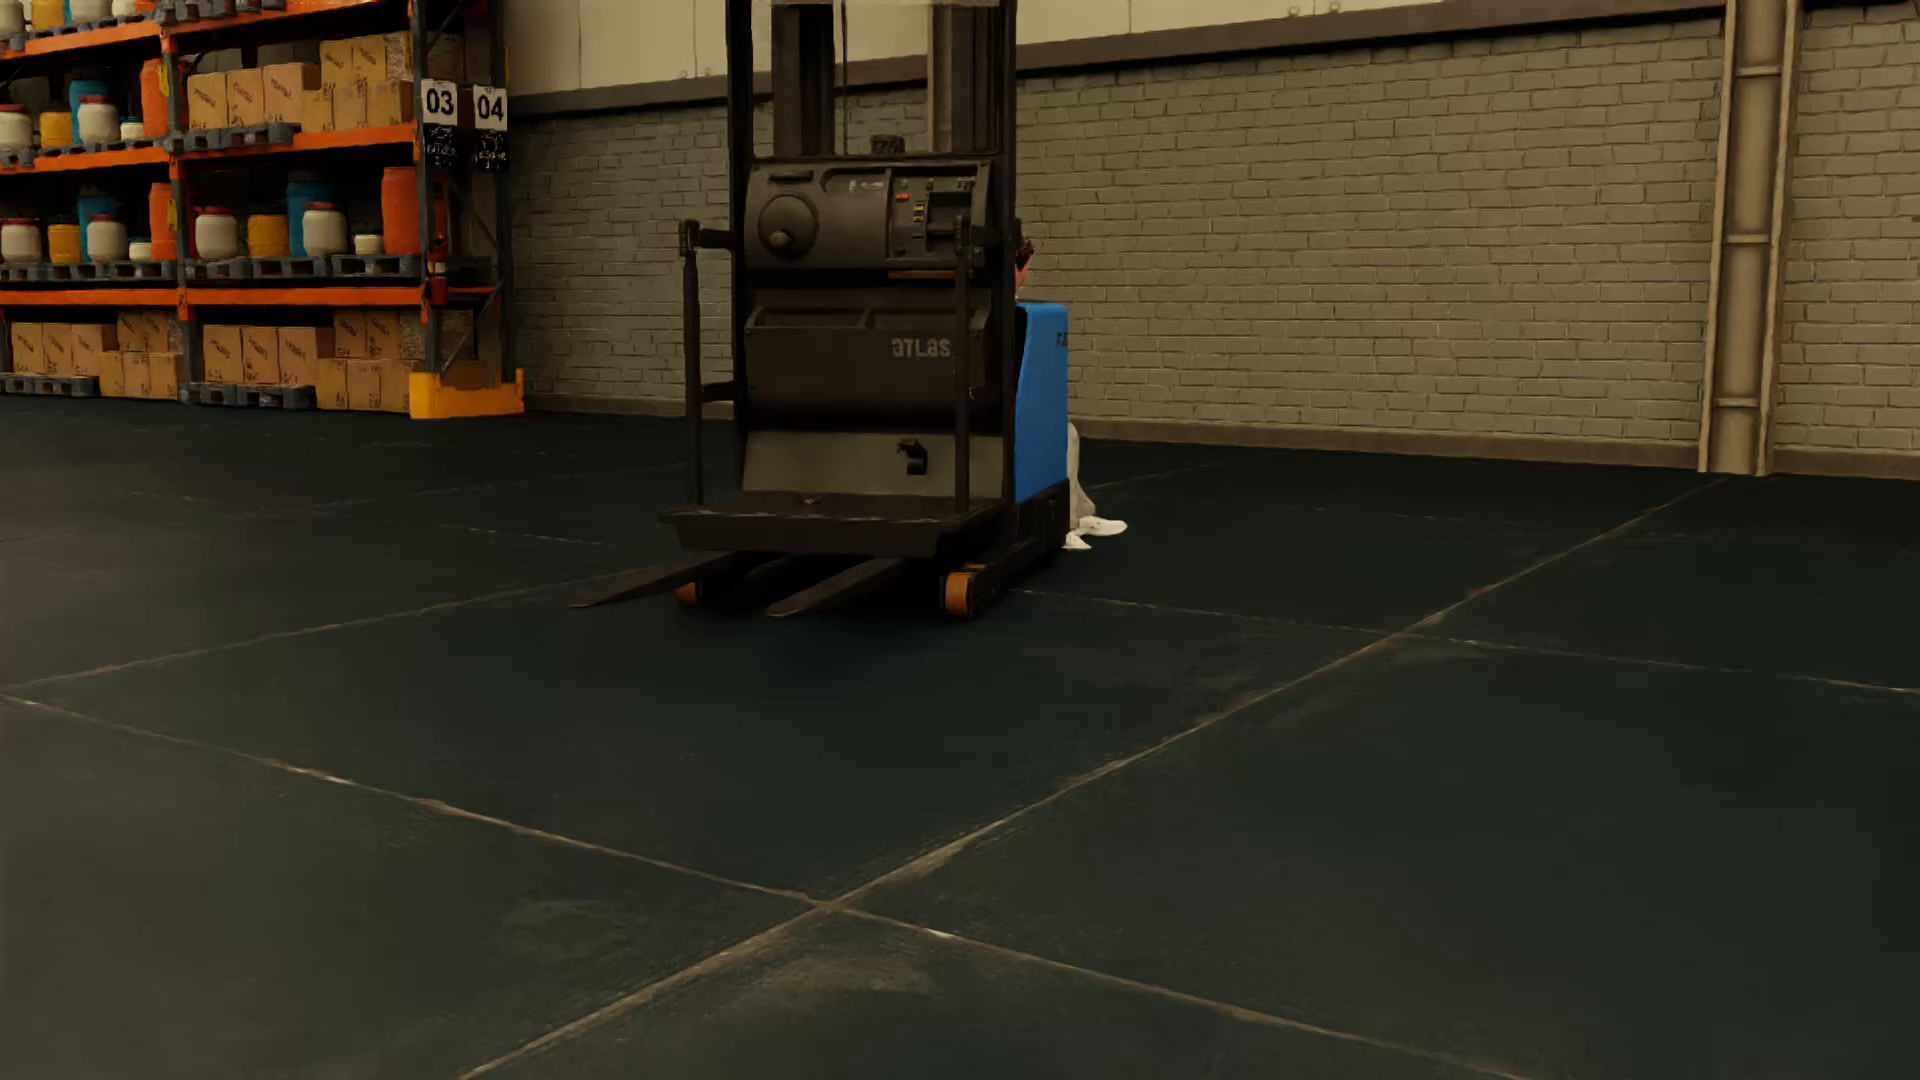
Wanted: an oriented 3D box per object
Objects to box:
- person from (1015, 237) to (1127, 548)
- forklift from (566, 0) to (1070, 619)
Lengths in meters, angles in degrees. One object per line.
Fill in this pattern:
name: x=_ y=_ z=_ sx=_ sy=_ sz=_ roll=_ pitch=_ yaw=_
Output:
person: x=0.298 y=-0.667 z=7.566 sx=0.868 sy=1.446 sz=0.833 roll=-5 pitch=9 yaw=-30
forklift: x=-0.399 y=-1.240 z=5.913 sx=1.130 sy=2.935 sz=3.031 roll=2 pitch=8 yaw=15
